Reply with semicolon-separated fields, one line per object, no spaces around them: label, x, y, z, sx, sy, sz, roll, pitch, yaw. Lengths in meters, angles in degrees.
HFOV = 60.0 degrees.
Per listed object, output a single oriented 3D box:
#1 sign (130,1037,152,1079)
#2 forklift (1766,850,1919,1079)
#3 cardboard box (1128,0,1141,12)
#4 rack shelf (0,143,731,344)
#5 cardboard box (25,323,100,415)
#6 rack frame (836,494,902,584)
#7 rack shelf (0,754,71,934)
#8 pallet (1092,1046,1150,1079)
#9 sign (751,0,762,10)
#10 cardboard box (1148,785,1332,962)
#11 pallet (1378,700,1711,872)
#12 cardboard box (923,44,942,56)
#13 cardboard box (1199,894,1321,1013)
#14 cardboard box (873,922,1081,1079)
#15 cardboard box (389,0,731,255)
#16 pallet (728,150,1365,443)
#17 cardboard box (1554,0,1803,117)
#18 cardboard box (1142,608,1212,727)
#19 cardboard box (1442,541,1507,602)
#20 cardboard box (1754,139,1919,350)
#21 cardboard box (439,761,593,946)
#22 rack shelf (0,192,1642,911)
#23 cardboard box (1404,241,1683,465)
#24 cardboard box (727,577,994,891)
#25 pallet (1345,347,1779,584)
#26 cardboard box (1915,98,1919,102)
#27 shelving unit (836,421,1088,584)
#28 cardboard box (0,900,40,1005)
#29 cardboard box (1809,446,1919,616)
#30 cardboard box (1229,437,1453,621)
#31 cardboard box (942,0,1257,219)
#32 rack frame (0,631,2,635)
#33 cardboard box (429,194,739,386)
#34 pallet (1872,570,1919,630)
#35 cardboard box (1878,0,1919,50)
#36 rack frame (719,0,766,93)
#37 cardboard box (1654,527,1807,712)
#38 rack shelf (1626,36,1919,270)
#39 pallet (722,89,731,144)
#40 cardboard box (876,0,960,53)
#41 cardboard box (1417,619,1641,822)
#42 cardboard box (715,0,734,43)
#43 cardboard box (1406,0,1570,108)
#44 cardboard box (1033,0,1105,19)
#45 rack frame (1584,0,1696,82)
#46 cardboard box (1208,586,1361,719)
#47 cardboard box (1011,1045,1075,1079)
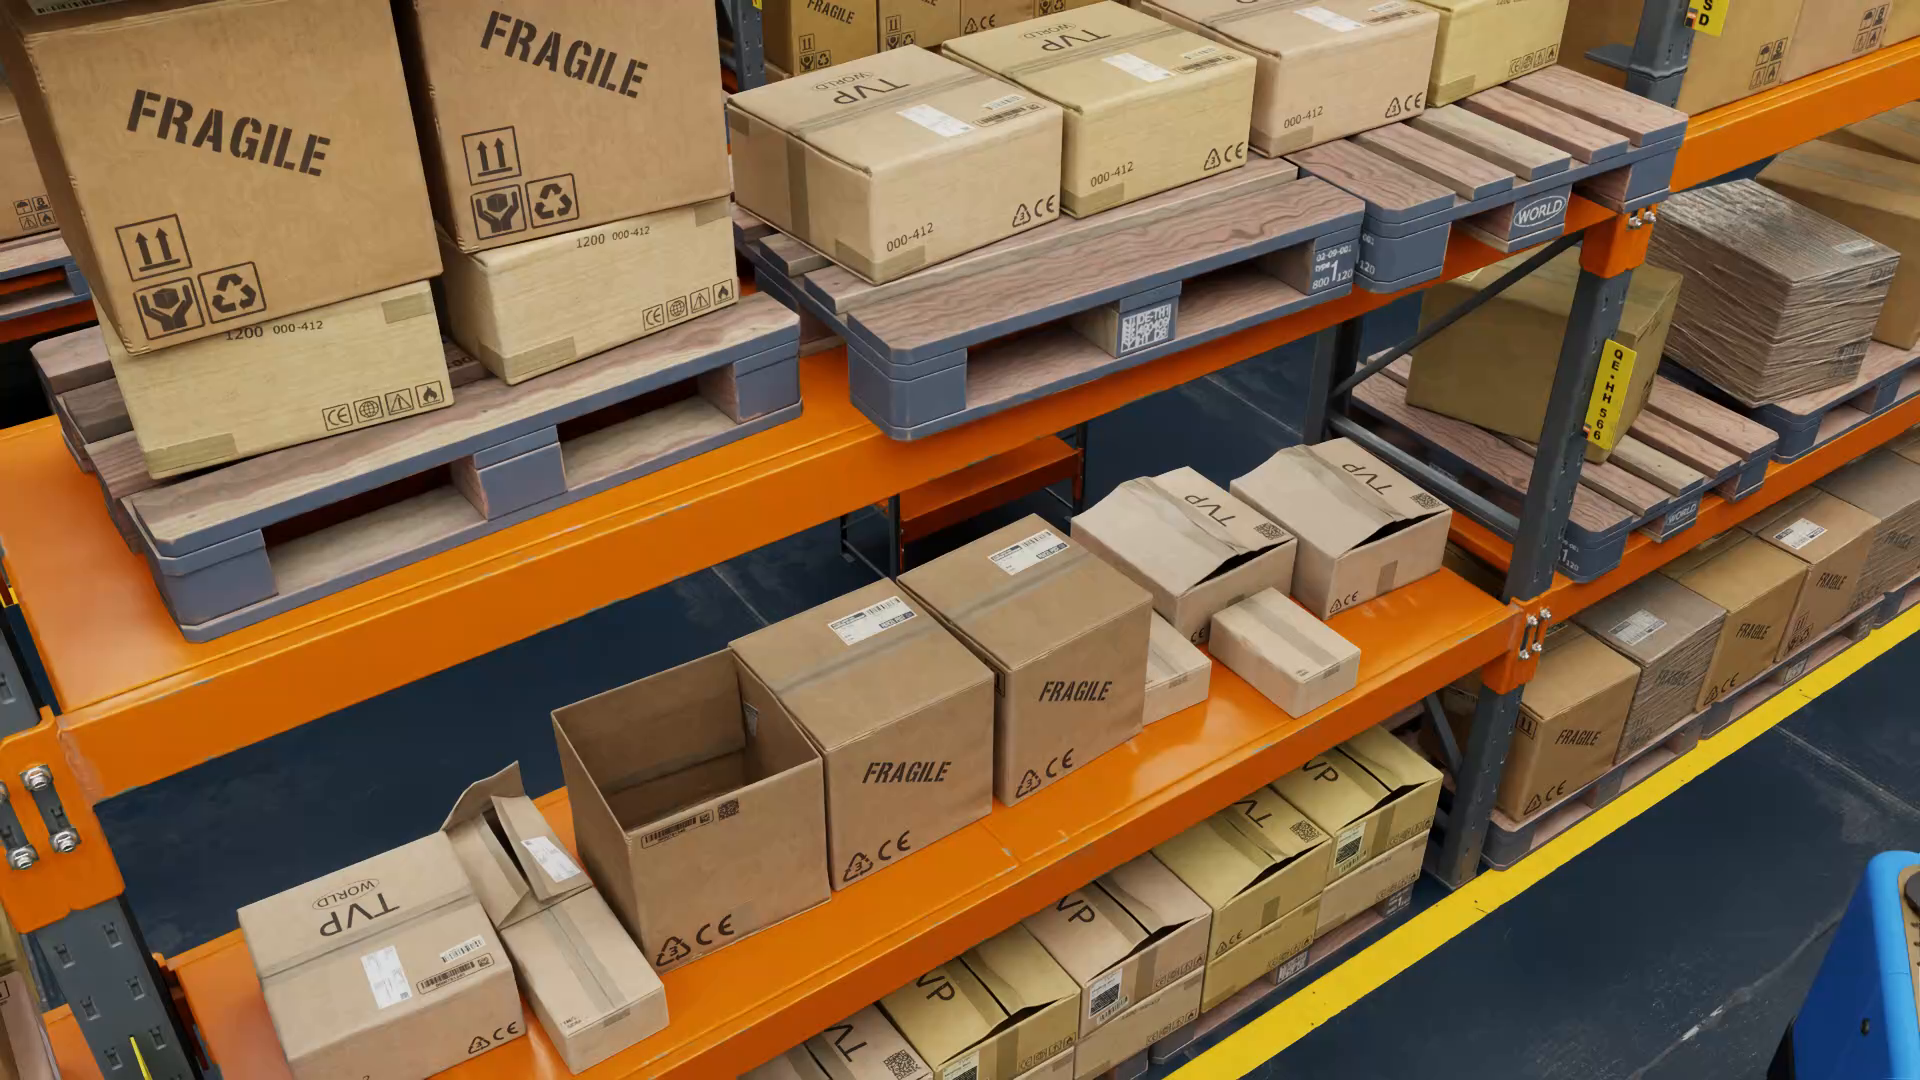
sign;-1.414;1.019;2.955;0.005;0.325;0.100;-22;41;-28
forklift;3.841;1.094;3.719;3.031;2.935;1.130;12;37;16
cardboard box;0.984;-3.244;9.889;0.250;0.149;0.380;-22;41;-28
rack shelf;-2.956;-1.605;8.029;4.000;0.370;1.077;-22;41;-28
cardboard box;-3.999;-0.644;7.840;0.500;0.500;0.700;-21;41;-26
rack frame;-0.410;-0.288;7.187;0.032;1.125;0.500;-22;41;-28
rack shelf;-3.369;0.885;1.997;4.000;0.370;1.077;-22;41;-28
pallet;-0.157;1.591;5.357;1.213;0.211;1.003;-22;41;-28
sign;-1.001;-2.752;8.084;0.005;0.325;0.100;-22;41;-28
cardboard box;0.828;0.983;5.330;0.500;0.311;0.500;-23;42;-29
pallet;2.167;0.692;6.607;1.213;0.211;1.003;-22;41;-28
cardboard box;-0.308;-2.749;9.202;0.250;0.149;0.380;-23;42;-28
cardboard box;0.826;1.207;5.498;0.500;0.250;0.500;-23;42;-28
cardboard box;0.003;1.319;4.863;0.500;0.311;0.500;-21;41;-27
cardboard box;-0.756;-0.885;2.969;0.500;0.500;0.500;-18;40;-24
pallet;0.119;-0.700;3.747;1.213;0.211;1.003;-20;40;-26
cardboard box;1.872;-1.628;4.790;0.500;0.500;0.910;-22;41;-28
cardboard box;0.525;0.351;4.909;0.250;0.149;0.380;-19;40;-25
cardboard box;2.164;0.202;6.664;0.500;0.500;0.500;-21;41;-26
cardboard box;3.396;-1.140;6.321;0.700;0.500;0.500;26;43;32
cardboard box;-1.122;0.809;4.171;0.258;0.266;0.396;-23;42;-29
rack shelf;-0.100;-0.460;3.868;4.000;0.370;1.077;-22;41;-28
cardboard box;1.985;-0.684;5.687;0.700;0.500;0.500;23;41;28
cardboard box;-0.257;0.501;4.398;0.500;0.500;0.500;-22;41;-28
pallet;2.049;-0.391;5.889;1.003;0.211;1.213;-22;41;-28
cardboard box;4.289;-1.711;7.115;0.700;0.500;0.500;22;41;28
shelving unit;0.006;-0.459;7.425;1.048;1.125;0.538;-22;41;-28
cardboard box;-2.066;0.832;3.383;0.250;0.149;0.380;-22;41;-28
cardboard box;3.747;-0.083;7.060;0.500;0.500;0.500;-22;41;-27
cardboard box;1.213;-0.069;5.354;0.500;0.311;0.500;-20;40;-25
cardboard box;0.304;-0.983;3.748;0.500;0.250;0.500;-23;42;-29
rack frame;-1.735;-1.297;1.847;0.127;3.000;1.000;-22;41;-28
cardboard box;-0.778;-0.578;3.184;0.500;0.250;0.500;-27;44;-32
pallet;4.162;-0.129;7.748;1.213;0.211;1.003;-22;41;-28
cardboard box;2.714;-1.975;5.272;0.500;0.500;0.910;-22;41;-28
rack frame;-1.322;-2.570;8.755;0.127;3.000;1.000;-22;41;-28
cardboard box;2.909;0.267;6.573;0.500;0.500;0.500;-23;42;-28
rack shelf;3.170;-1.806;5.739;4.000;0.370;1.077;-22;41;-28
pallet;-1.843;-2.202;8.407;1.003;0.211;1.213;-22;41;-28
cardboard box;-0.344;-2.953;8.929;0.500;0.500;0.500;-21;41;-26
cardboard box;2.072;0.612;6.094;0.500;0.500;0.500;-21;41;-26
cardboard box;-1.087;-3.024;9.029;0.500;0.500;0.500;-22;41;-28
cardboard box;1.197;-1.355;4.265;0.500;0.250;0.500;-26;43;-31
cardboard box;0.484;-3.298;9.409;0.500;0.500;0.500;-21;41;-27
rack frame;1.535;-2.643;3.717;0.127;3.000;1.000;-22;41;-28
cardboard box;0.959;0.329;4.938;0.250;0.149;0.380;-22;41;-28
cardboard box;-0.005;1.549;5.022;0.500;0.250;0.500;-22;41;-27
